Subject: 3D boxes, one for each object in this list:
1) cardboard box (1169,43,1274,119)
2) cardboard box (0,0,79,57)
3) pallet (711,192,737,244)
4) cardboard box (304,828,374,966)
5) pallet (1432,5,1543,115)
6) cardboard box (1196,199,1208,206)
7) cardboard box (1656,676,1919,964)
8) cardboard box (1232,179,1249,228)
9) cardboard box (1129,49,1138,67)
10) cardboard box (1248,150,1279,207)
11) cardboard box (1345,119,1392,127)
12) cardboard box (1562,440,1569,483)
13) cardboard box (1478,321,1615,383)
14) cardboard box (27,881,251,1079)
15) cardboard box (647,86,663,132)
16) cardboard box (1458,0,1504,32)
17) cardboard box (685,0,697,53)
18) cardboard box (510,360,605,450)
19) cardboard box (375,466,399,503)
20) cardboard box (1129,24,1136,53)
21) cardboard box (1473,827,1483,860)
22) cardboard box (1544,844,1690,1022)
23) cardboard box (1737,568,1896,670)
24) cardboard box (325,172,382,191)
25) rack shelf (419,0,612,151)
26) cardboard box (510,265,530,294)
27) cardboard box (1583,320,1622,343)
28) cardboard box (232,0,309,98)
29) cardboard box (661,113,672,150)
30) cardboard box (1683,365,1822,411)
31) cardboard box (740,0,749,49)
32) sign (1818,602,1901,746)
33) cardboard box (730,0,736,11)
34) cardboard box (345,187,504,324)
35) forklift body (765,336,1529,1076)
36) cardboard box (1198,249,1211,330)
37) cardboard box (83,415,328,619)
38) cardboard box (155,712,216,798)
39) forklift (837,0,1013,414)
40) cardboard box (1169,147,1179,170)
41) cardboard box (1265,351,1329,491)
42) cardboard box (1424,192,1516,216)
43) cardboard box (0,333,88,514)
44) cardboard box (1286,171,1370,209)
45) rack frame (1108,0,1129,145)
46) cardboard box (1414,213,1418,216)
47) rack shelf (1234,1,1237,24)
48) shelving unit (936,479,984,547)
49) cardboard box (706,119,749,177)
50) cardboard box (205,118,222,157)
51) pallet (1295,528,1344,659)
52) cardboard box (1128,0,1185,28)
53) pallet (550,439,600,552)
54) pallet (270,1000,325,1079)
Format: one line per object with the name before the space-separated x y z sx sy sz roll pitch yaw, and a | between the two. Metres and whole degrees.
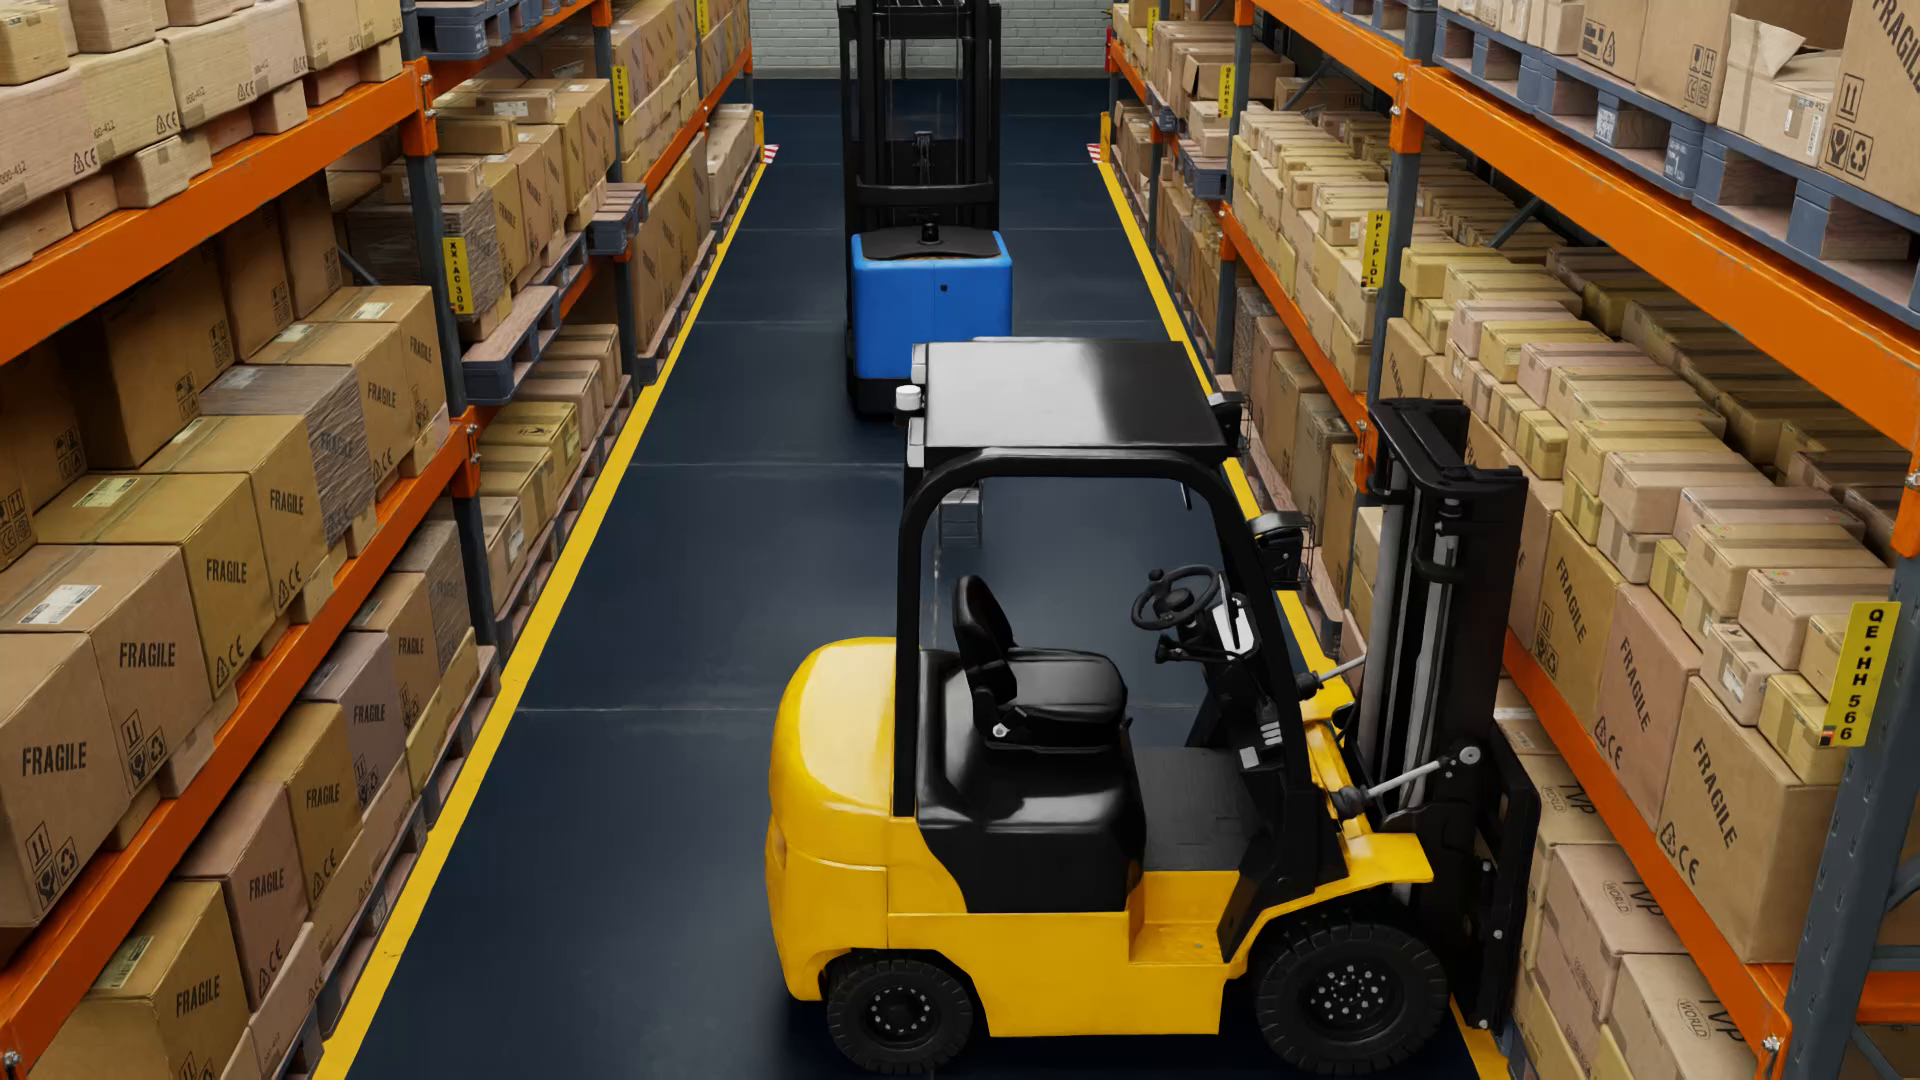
cardboard box | 2.005 -3.535 12.795 0.700 0.500 0.500 0 24 -1
cardboard box | -2.409 -1.242 4.054 0.380 0.149 0.250 0 24 -1
pallet | -2.684 -3.055 15.748 1.003 0.211 1.213 0 24 -1
cardboard box | -2.372 1.226 5.726 0.500 0.250 0.500 1 24 3
pallet | 2.332 -1.714 5.867 1.003 0.211 1.213 0 24 -1
cardboard box | 2.056 -2.585 13.063 0.380 0.149 0.250 0 24 0
cardboard box | 2.072 0.662 4.024 0.500 0.500 0.500 -1 24 -2
cardboard box | 2.014 -2.135 10.512 0.500 0.250 0.500 0 24 0
cardboard box | 1.883 -4.793 16.512 0.380 0.149 0.250 0 24 1
cardboard box | 2.018 -2.156 9.953 0.500 0.250 0.500 0 24 1
cardboard box | 2.574 -2.488 10.202 0.380 0.149 0.250 0 24 1
cardboard box | 2.105 -0.205 5.155 0.380 0.149 0.250 0 24 -1
cardboard box | 2.038 -0.657 5.793 0.380 0.149 0.250 -1 24 -1
cardboard box | -2.356 1.310 4.631 0.500 0.500 0.500 -1 24 -2
cardboard box | -2.466 -3.151 12.152 0.500 0.250 0.500 0 24 -1
cardboard box | 2.062 -1.958 5.776 0.500 0.311 0.500 0 24 1
cardboard box | -2.498 -4.330 13.848 0.500 0.500 0.500 1 24 1
cardboard box | -2.698 -0.820 10.103 0.950 0.372 0.625 -1 24 -2
cardboard box | -2.424 -0.259 6.487 0.380 0.149 0.250 0 24 0
cardboard box | 1.943 -4.935 16.343 0.500 0.250 0.500 -1 24 -2
cardboard box | 1.999 0.918 5.800 0.500 0.250 0.500 0 24 -1
cardboard box | 2.012 1.117 4.755 0.500 0.250 0.500 0 24 0
cardboard box | 2.092 0.185 3.932 0.380 0.149 0.250 0 24 0
cardboard box | -2.908 -1.481 7.893 0.500 0.500 0.500 0 24 0
rack shelf | -2.688 -2.578 8.543 1.077 0.370 4.000 0 24 -1
cardboard box | -2.391 -1.347 8.383 0.380 0.149 0.250 0 24 0
cardboard box | 2.589 -0.737 6.330 0.380 0.149 0.250 0 24 1
cardboard box | -2.395 -1.550 5.218 0.500 0.250 0.500 -1 24 -1
cardboard box | -2.496 -3.129 12.710 0.500 0.250 0.500 0 24 -1
cardboard box | 2.556 -0.453 5.342 0.380 0.149 0.250 0 24 1
cardboard box | -2.528 -5.508 17.666 0.500 0.500 0.500 0 24 0
sign | 1.798 0.271 3.319 0.100 0.325 0.005 0 24 -1
cardboard box | -2.517 -5.544 16.534 0.500 0.500 0.500 0 24 -1
cardboard box | -2.385 -1.282 7.452 0.500 0.500 0.500 0 24 1
forklift body | 0.495 0.523 5.484 2.313 2.155 1.214 0 24 -1
cardboard box | 2.039 -1.819 12.156 0.500 0.500 0.500 -1 24 -1
cardboard box | -2.380 -0.077 5.298 0.500 0.500 0.500 -1 24 -2
cardboard box | -2.315 0.588 4.614 0.380 0.149 0.250 0 24 0
forklift | -0.289 -2.735 11.741 1.130 2.935 3.031 -2 24 -4
cardboard box | 1.998 -3.263 14.200 0.380 0.149 0.250 -1 24 -3
cardboard box | 2.269 -0.693 9.514 0.875 0.625 0.625 -1 24 -3
cardboard box | 2.554 -1.647 8.344 0.380 0.149 0.250 0 24 -1
cardboard box | -2.953 -0.331 4.647 0.700 0.500 0.500 -1 24 -1
cardboard box | 1.947 -1.855 8.803 0.380 0.149 0.250 -1 24 -2
rack frame | 2.166 -5.684 18.177 1.000 3.000 0.127 0 24 -1
cardboard box | 2.558 -1.527 8.562 0.500 0.250 0.500 -1 24 -2
rack shelf | 2.231 -4.250 12.240 1.077 0.370 4.000 0 24 -1
shelving unit | 0.000 -0.413 9.072 0.258 0.900 0.210 0 24 -1
cardboard box | -2.672 -4.035 17.131 0.875 0.438 0.875 0 24 1
cardboard box | -2.437 -1.201 4.931 0.380 0.149 0.250 0 24 -1
pallet | 2.250 0.228 8.489 1.003 0.211 1.213 0 24 -1
cardboard box | 1.918 -5.286 16.209 0.500 0.500 0.500 0 24 1
pallet | -2.693 -0.269 9.589 1.003 0.211 1.213 0 24 -1
pallet | -2.597 1.838 4.931 1.003 0.211 1.213 0 24 -1
